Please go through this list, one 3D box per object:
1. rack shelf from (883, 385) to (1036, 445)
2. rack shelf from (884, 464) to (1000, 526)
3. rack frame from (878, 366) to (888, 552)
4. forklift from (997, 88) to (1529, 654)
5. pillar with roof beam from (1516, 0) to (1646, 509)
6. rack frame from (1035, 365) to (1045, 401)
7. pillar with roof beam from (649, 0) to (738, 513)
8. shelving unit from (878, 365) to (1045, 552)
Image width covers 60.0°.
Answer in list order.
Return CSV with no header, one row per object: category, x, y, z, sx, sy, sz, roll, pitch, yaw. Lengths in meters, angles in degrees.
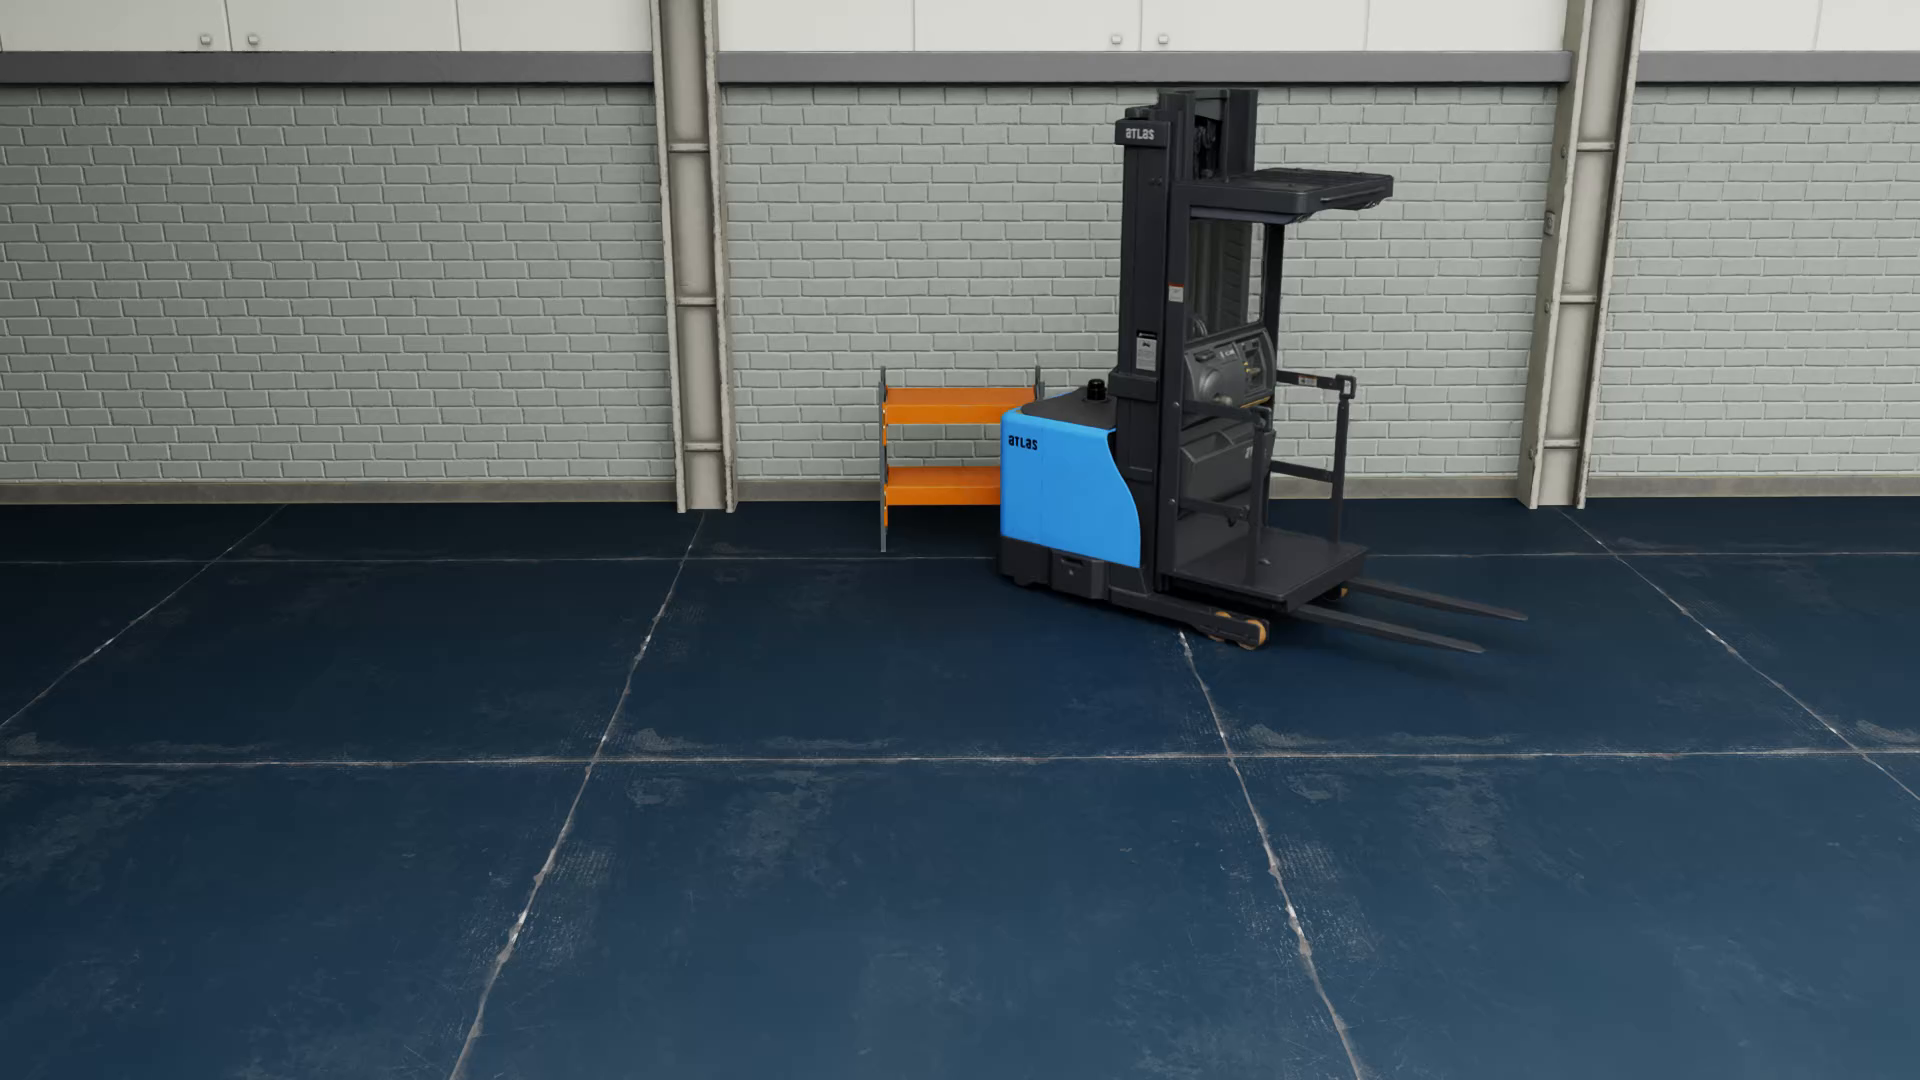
rack shelf,0.007,-0.814,10.786,1.000,0.278,0.538,0,18,-1
rack shelf,0.007,-0.303,10.951,1.000,0.278,0.538,0,18,-1
rack frame,-0.502,-0.533,10.868,0.032,1.125,0.500,0,18,-1
forklift,1.695,-0.974,9.285,3.031,2.935,1.130,14,22,36
pillar with roof beam,4.281,-3.239,6.413,0.400,9.000,9.100,0,18,-1
rack frame,0.515,-0.538,10.883,0.032,1.125,0.500,0,18,-1
pillar with roof beam,-1.718,-3.210,6.322,0.400,9.000,9.100,0,18,-1
shelving unit,0.007,-0.536,10.876,1.048,1.125,0.538,0,18,-1
